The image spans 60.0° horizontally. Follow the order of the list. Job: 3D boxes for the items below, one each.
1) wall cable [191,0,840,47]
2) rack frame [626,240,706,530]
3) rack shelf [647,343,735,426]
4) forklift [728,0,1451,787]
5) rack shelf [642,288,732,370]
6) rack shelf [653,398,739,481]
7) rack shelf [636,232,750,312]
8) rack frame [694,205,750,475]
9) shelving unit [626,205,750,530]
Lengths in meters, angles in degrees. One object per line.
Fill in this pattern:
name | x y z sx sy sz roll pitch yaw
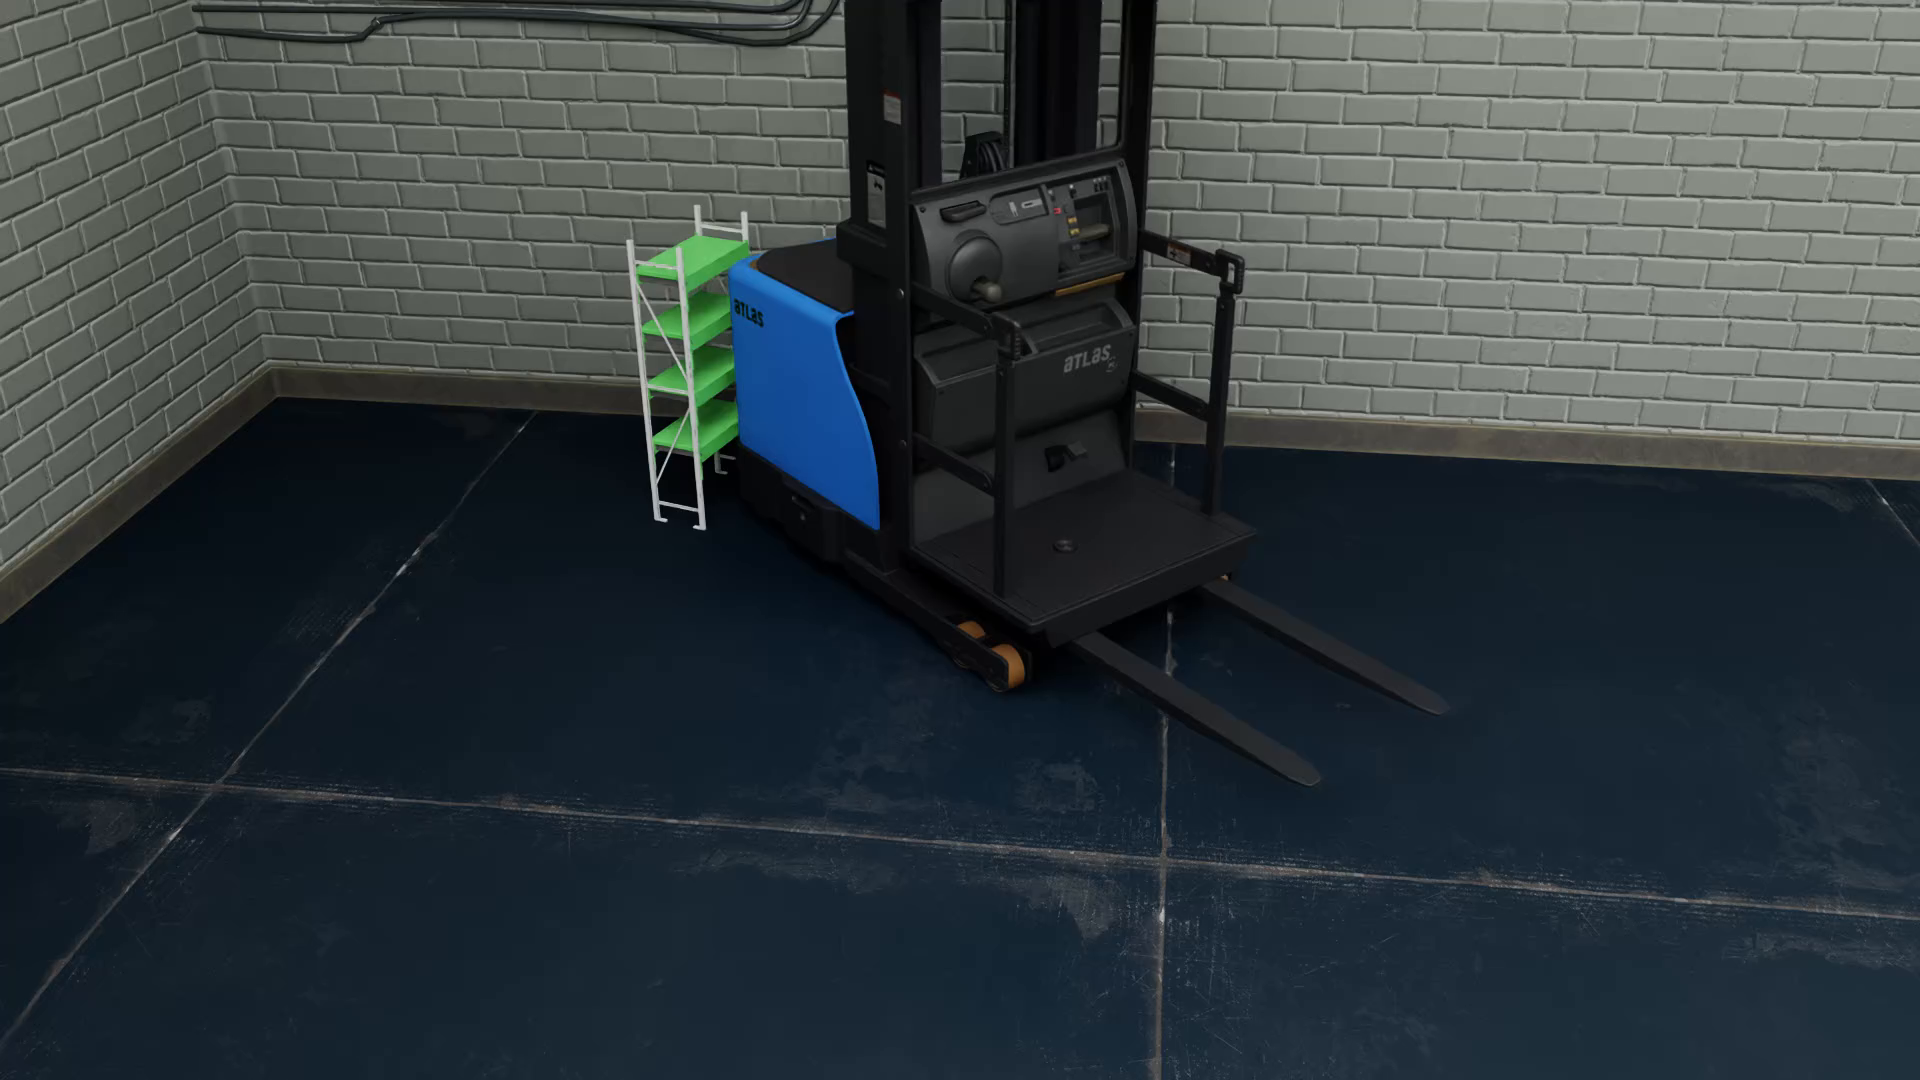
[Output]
wall cable | -1.969 -3.202 6.479 3.097 2.526 0.112 3 28 6
rack frame | -1.157 -0.593 6.585 0.240 1.200 0.015 11 30 21
rack shelf | -1.060 -0.643 6.813 0.258 0.148 0.480 11 30 21
forklift | 0.372 -1.028 5.569 1.130 2.935 3.031 -20 34 -33
rack shelf | -1.061 -0.855 6.699 0.258 0.148 0.480 11 30 21
rack shelf | -1.059 -0.432 6.926 0.258 0.148 0.480 11 30 21
rack shelf | -1.061 -1.066 6.586 0.258 0.148 0.480 11 30 21
rack frame | -0.963 -0.806 6.979 0.240 1.200 0.015 11 30 21
shelving unit | -1.060 -0.699 6.782 0.258 1.200 0.503 11 30 21
